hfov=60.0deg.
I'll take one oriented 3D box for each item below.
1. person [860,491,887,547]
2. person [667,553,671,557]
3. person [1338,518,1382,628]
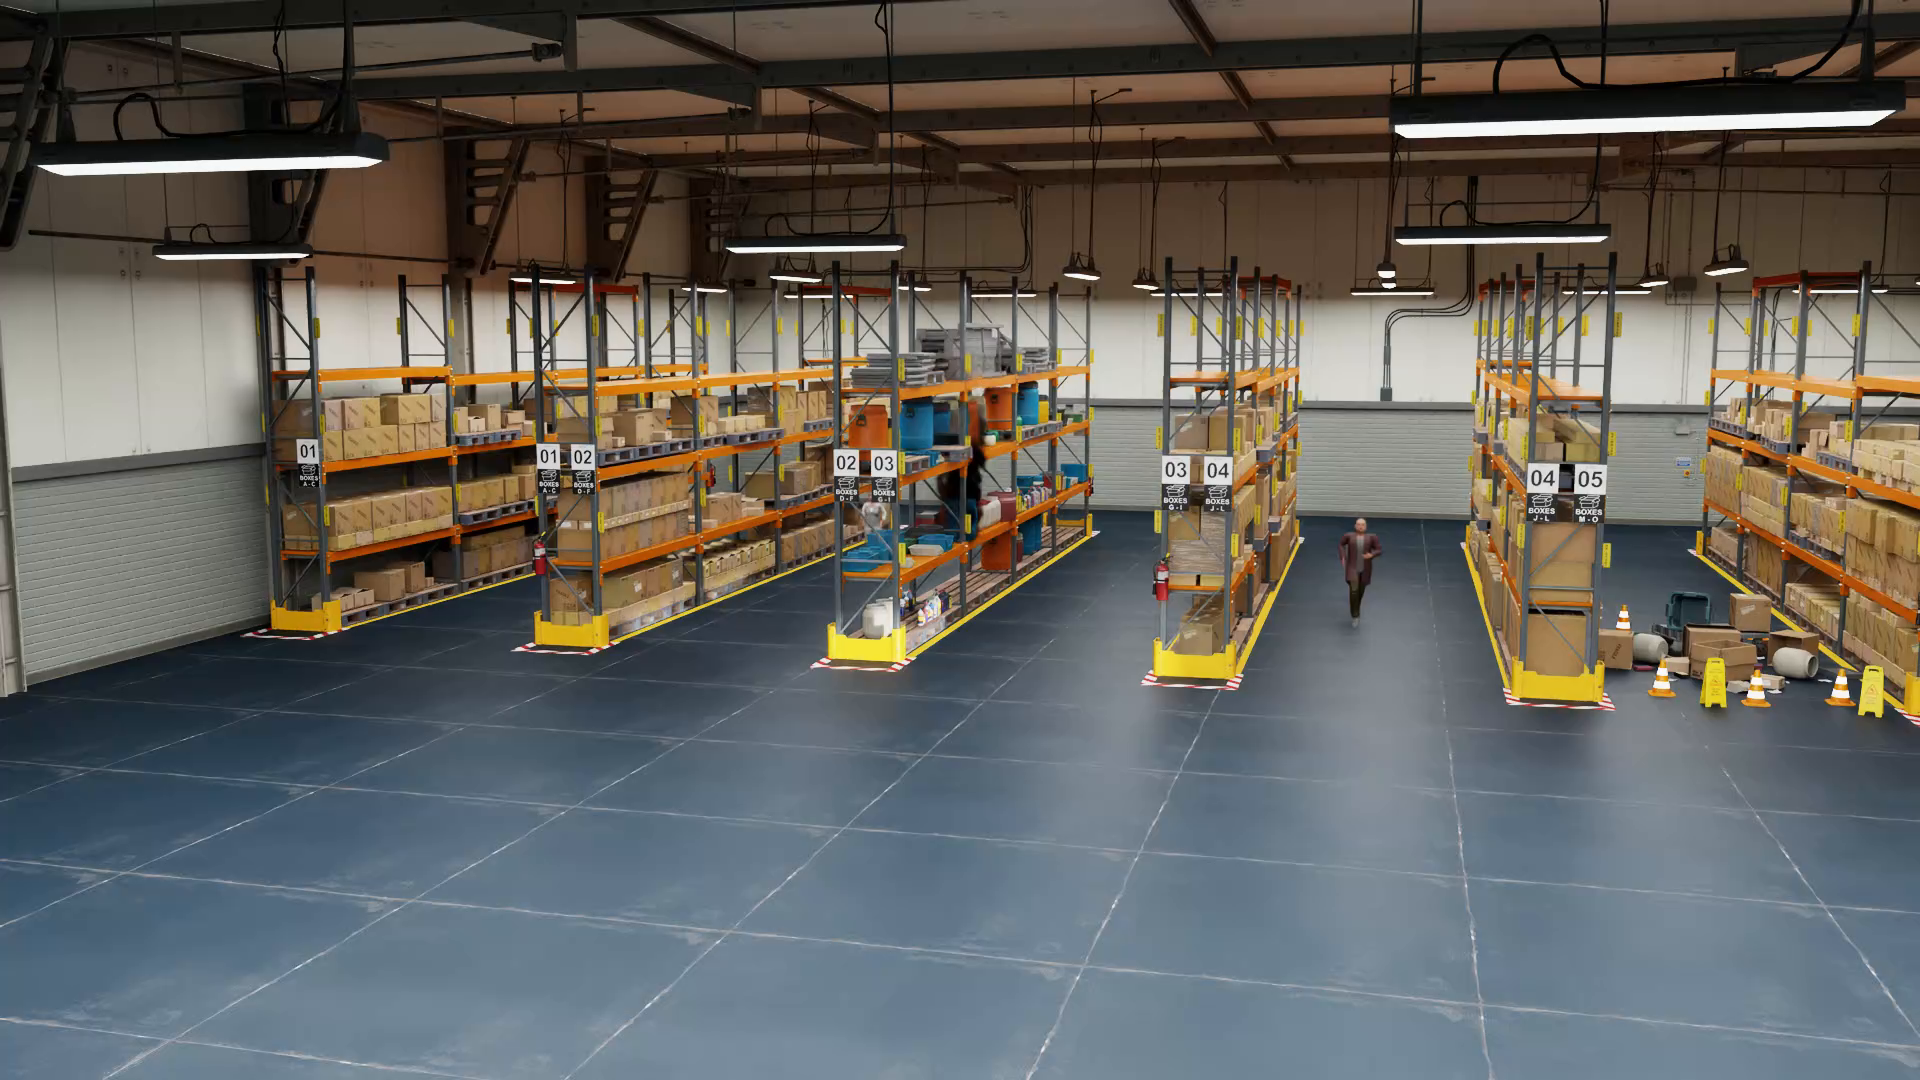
[{"bbox_3d":[-1.726,-0.217,33.002,0.536,1.545,0.637,1,7,6],"label":"person"},{"bbox_3d":[-5.976,-0.124,33.520,0.685,1.744,0.685,2,8,16],"label":"person"},{"bbox_3d":[6.805,0.536,28.294,0.709,1.826,0.952,1,7,6],"label":"person"}]
